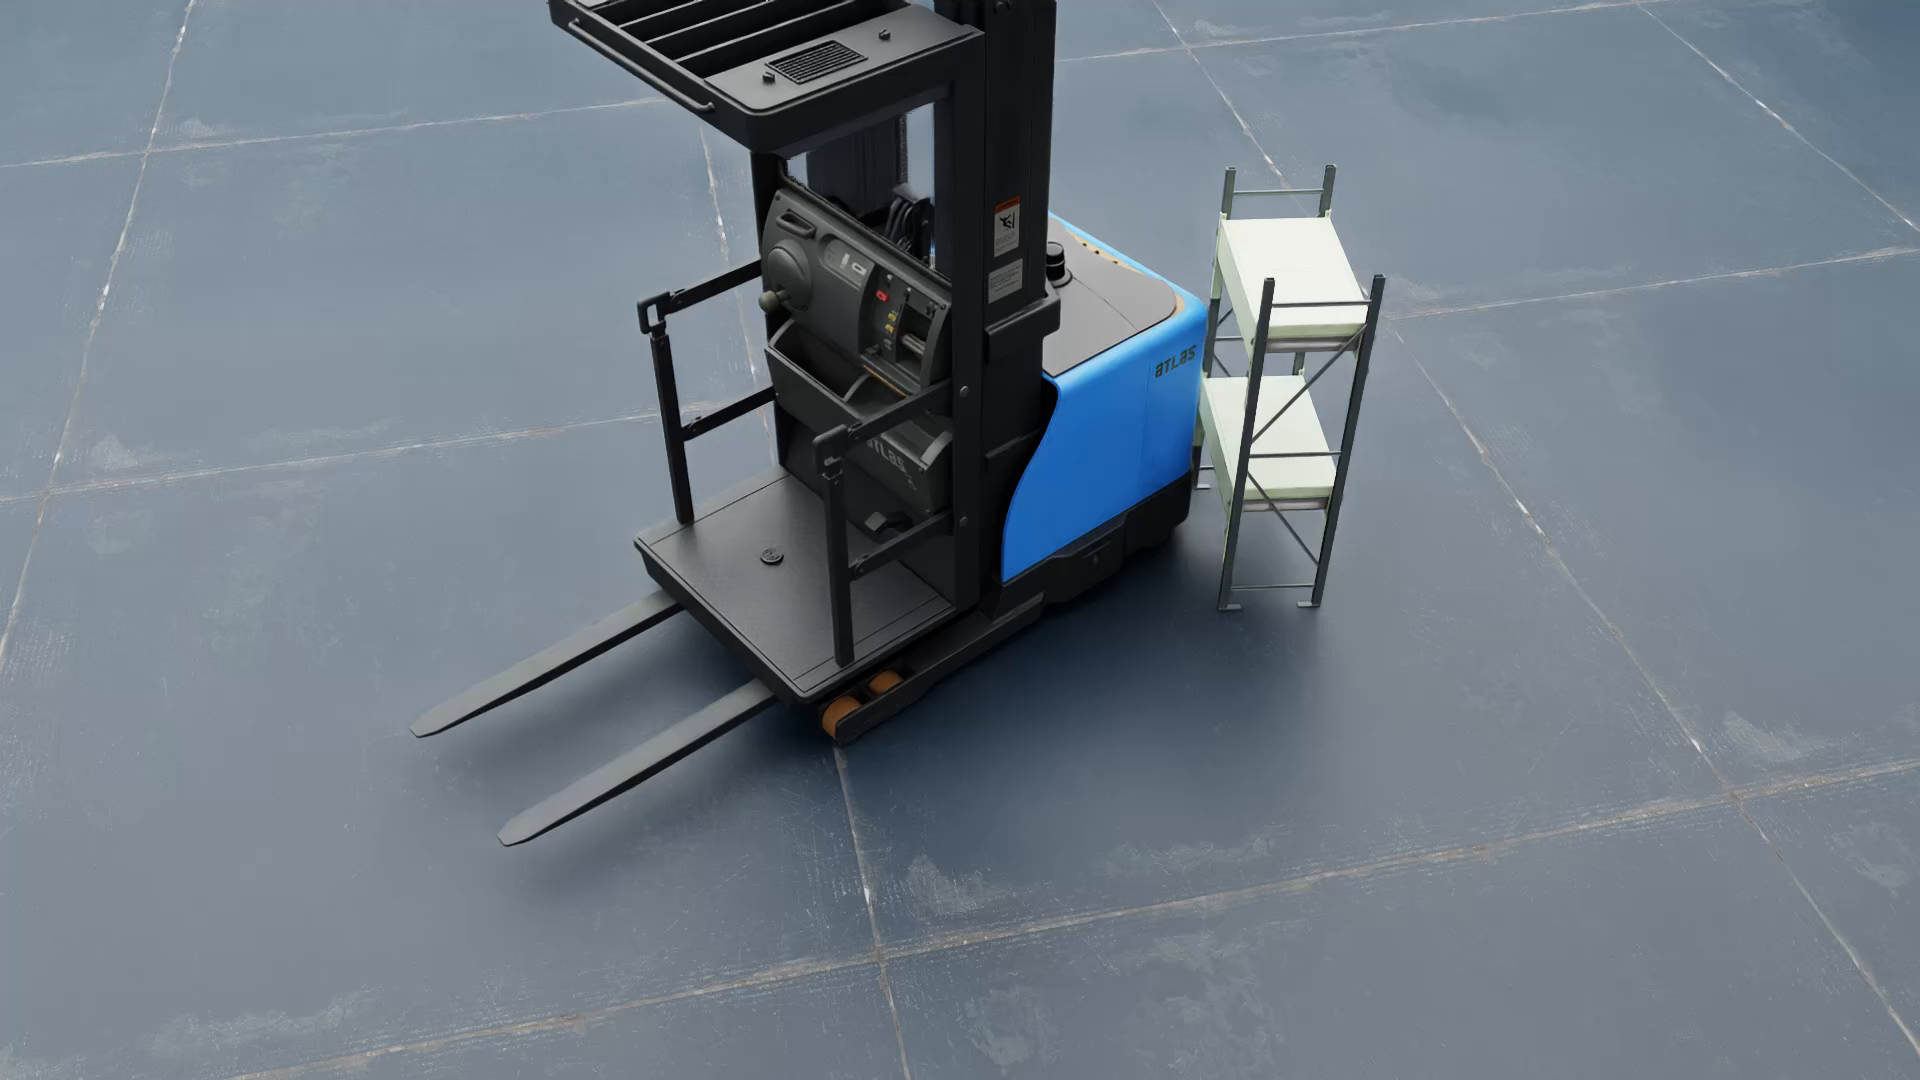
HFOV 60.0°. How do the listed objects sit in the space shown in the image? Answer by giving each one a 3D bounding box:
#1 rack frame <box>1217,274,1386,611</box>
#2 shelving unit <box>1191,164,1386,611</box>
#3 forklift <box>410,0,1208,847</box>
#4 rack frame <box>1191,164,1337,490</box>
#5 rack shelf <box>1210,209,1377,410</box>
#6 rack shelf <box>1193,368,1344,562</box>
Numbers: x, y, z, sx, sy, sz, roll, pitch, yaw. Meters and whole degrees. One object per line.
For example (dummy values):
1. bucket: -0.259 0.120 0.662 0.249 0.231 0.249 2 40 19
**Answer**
1. rack frame: 1.200 -0.302 5.960 0.400 1.500 0.023 -2 42 -2
2. shelving unit: 1.180 -0.545 6.234 0.431 1.500 0.755 -2 42 -2
3. forklift: -0.517 -0.770 5.410 3.031 2.935 1.130 -30 49 -29
4. rack frame: 1.161 -0.787 6.507 0.400 1.500 0.023 -2 42 -2
5. rack shelf: 1.180 -0.836 5.975 0.431 0.370 0.720 -2 42 -2
6. rack shelf: 1.180 -0.301 6.450 0.431 0.370 0.720 -2 42 -2
